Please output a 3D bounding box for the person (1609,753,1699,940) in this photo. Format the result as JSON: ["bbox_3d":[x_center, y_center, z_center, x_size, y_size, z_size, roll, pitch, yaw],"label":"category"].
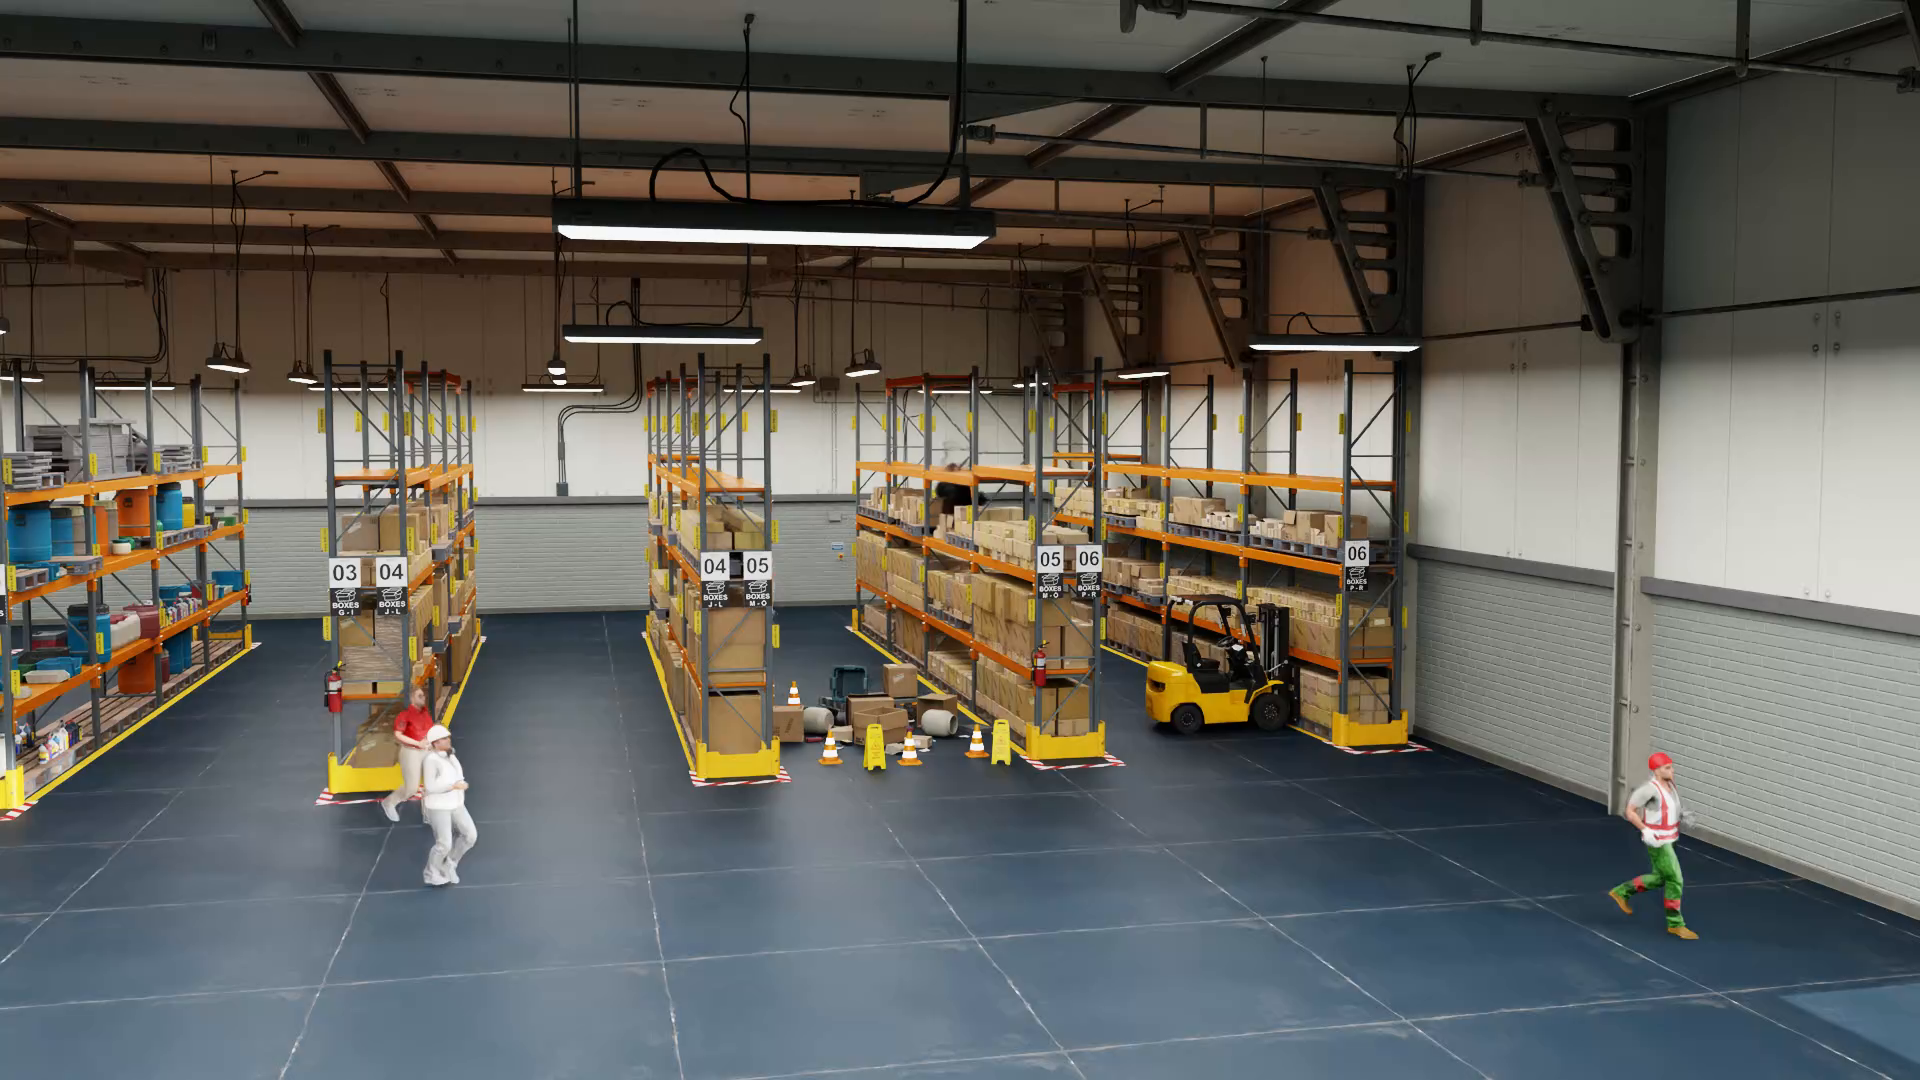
[{"bbox_3d":[6.871,2.975,16.409,0.881,1.788,0.643,4,5,44],"label":"person"}]

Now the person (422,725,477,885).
[{"bbox_3d":[-5.508,2.878,17.956,0.647,1.767,0.642,1,4,16],"label":"person"}]

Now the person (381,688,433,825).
[{"bbox_3d":[-6.817,2.707,20.779,0.838,1.745,0.688,1,4,20],"label":"person"}]
